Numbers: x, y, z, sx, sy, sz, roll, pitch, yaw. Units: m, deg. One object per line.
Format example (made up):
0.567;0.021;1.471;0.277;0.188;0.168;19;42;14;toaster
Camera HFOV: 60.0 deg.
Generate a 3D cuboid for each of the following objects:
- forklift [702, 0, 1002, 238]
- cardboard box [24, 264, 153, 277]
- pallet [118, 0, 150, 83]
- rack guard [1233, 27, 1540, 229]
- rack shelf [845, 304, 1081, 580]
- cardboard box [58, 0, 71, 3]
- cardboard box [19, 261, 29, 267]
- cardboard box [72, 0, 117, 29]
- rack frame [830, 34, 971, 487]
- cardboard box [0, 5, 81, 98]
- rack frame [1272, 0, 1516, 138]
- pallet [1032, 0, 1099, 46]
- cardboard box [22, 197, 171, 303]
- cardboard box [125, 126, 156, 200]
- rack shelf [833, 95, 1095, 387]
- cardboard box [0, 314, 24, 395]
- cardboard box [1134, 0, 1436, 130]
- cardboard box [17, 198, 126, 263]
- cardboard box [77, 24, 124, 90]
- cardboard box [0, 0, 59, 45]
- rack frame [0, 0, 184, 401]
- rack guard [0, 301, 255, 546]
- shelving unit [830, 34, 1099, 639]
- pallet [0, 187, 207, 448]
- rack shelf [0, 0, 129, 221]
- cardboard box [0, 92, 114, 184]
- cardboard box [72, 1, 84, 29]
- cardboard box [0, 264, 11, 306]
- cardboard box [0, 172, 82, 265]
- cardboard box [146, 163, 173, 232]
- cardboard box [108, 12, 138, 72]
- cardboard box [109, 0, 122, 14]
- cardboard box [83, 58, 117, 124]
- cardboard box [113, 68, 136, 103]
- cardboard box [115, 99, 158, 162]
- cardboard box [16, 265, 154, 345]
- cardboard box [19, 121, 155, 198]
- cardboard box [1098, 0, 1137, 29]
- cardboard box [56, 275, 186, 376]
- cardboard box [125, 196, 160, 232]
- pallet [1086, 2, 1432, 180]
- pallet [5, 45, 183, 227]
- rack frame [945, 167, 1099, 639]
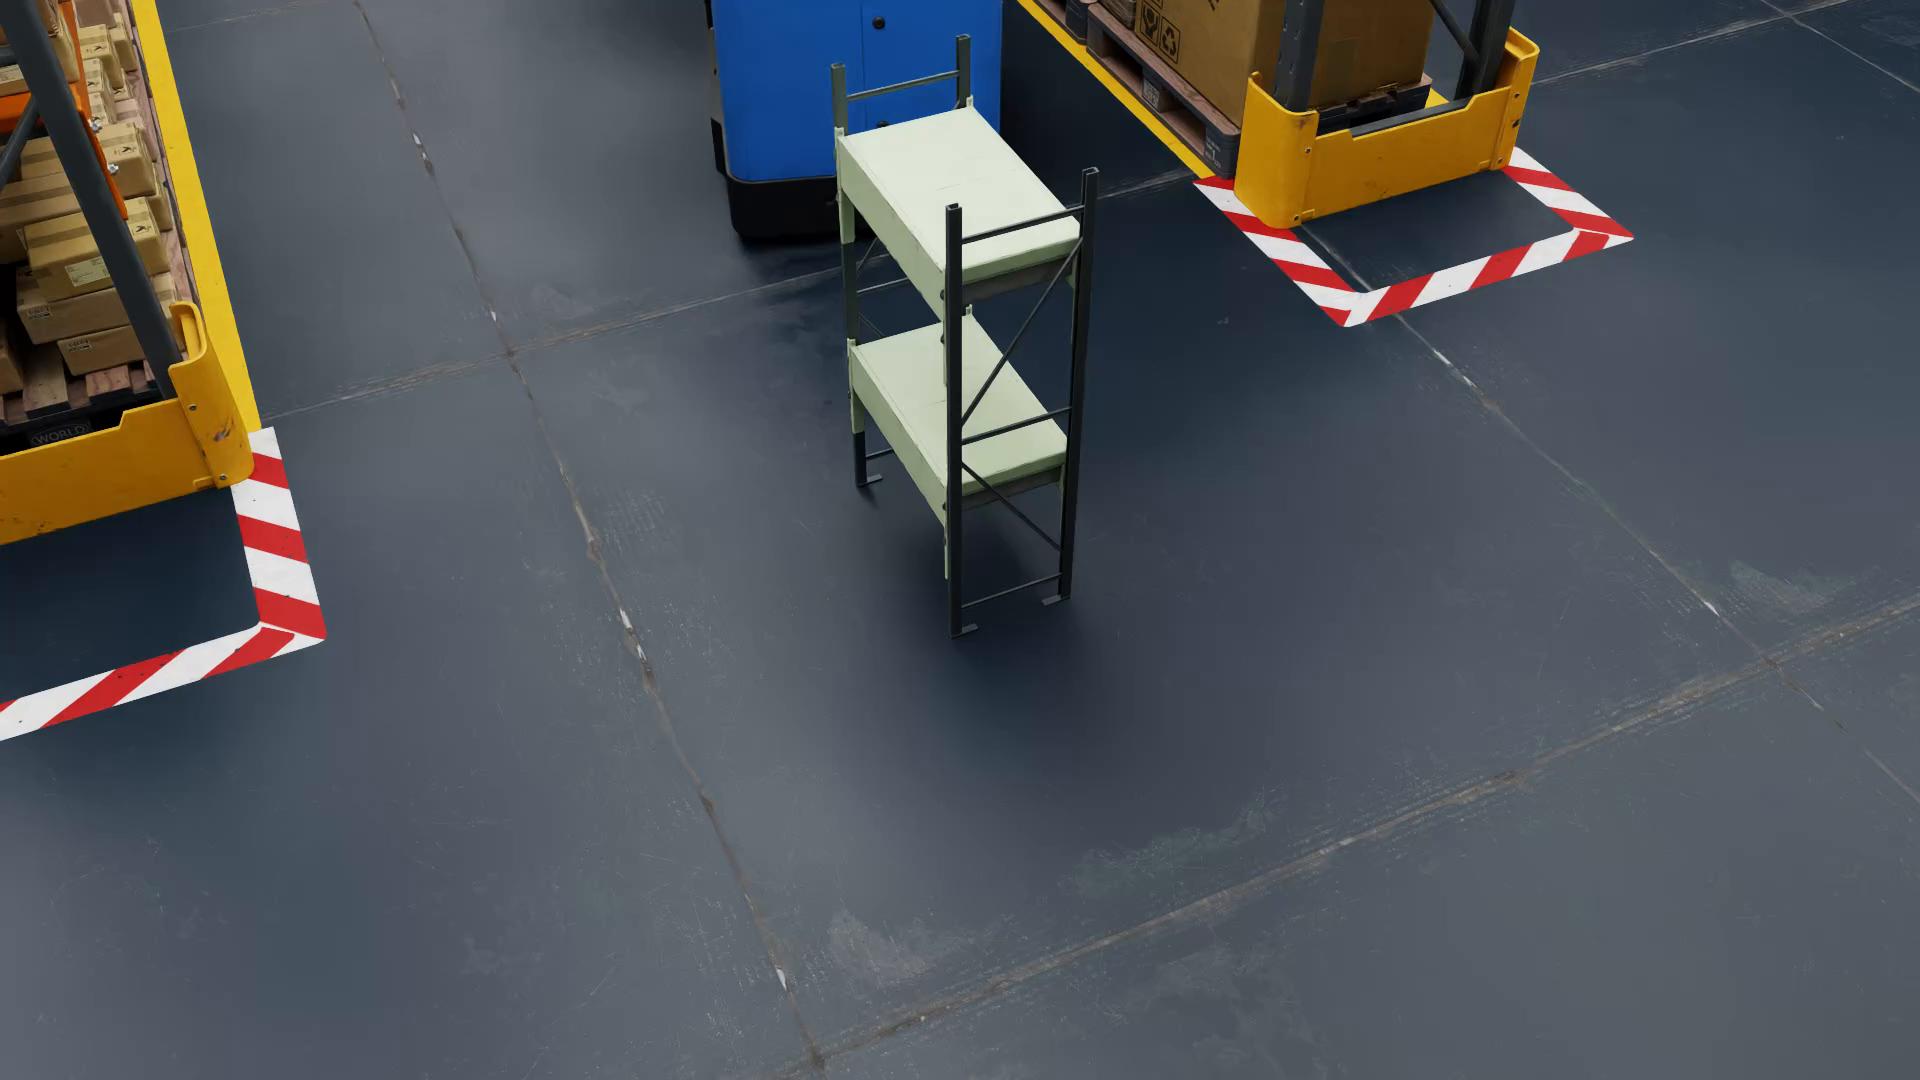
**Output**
-0.570;-3.235;6.442;1.130;2.935;3.031;-6;45;-6;forklift
-2.991;-0.865;5.722;0.380;0.149;0.250;-18;47;-18;cardboard box
-4.244;-2.298;7.429;1.003;0.211;1.213;-18;47;-17;pallet
1.676;-1.655;6.571;1.175;0.500;0.348;-18;47;-17;rack guard
-0.003;-0.306;4.957;0.431;0.370;0.720;-18;47;-17;rack shelf
-2.925;-1.710;5.027;0.380;0.149;0.250;-19;48;-19;cardboard box
-3.101;-1.021;5.880;0.380;0.149;0.250;-18;47;-17;cardboard box
-3.558;-2.095;6.545;0.380;0.149;0.250;-20;48;-19;cardboard box
-0.157;-0.771;4.964;0.400;1.500;0.023;-18;47;-17;rack frame
-2.715;-1.373;4.685;0.380;0.149;0.250;-18;48;-18;cardboard box
1.666;-2.560;5.709;1.000;3.000;0.127;-18;47;-17;rack frame
0.750;-2.830;7.968;1.003;0.211;1.213;-18;47;-17;pallet
-2.789;-0.940;5.374;0.380;0.149;0.250;-20;48;-19;cardboard box
-3.121;-1.326;5.977;0.380;0.149;0.250;-17;47;-16;cardboard box
-0.003;-0.816;4.453;0.431;0.370;0.720;-18;47;-17;rack shelf
-3.287;-0.568;5.421;0.380;0.149;0.250;-17;47;-17;cardboard box
1.324;-2.337;6.697;0.875;0.875;0.875;-18;47;-17;cardboard box
-3.111;-1.131;5.779;0.380;0.149;0.250;-17;47;-17;cardboard box
-3.360;-1.773;6.218;0.380;0.149;0.250;-17;47;-17;cardboard box
-2.815;-1.668;4.522;0.500;0.500;0.500;-16;47;-16;cardboard box
-2.877;-1.159;4.289;1.000;3.000;0.127;-18;47;-17;rack frame
-2.909;-0.318;5.216;1.175;0.500;0.348;-18;47;-17;rack guard
-0.003;-0.538;4.728;0.431;1.500;0.755;-18;47;-17;shelving unit
-3.218;-0.743;5.853;1.003;0.211;1.213;-18;47;-17;pallet
-3.718;-2.178;5.834;1.077;0.370;4.000;-18;47;-17;rack shelf
-3.183;-1.412;5.853;0.380;0.149;0.250;-20;48;-19;cardboard box
-3.553;-1.905;6.352;0.380;0.149;0.250;-18;47;-17;cardboard box
-3.520;-0.896;5.753;0.380;0.149;0.250;-18;47;-18;cardboard box
-3.014;-1.080;5.516;0.380;0.149;0.250;-17;47;-17;cardboard box
-3.110;-1.217;6.078;0.380;0.149;0.250;-17;47;-17;cardboard box
-3.649;-2.034;6.907;0.380;0.149;0.250;-18;47;-17;cardboard box
-3.881;-2.354;7.231;0.380;0.149;0.250;-20;48;-19;cardboard box
-3.291;-1.592;6.035;0.380;0.149;0.250;-16;47;-16;cardboard box
-3.469;-1.704;6.572;0.380;0.149;0.250;-18;47;-17;cardboard box
-3.329;-1.535;6.401;0.380;0.149;0.250;-20;48;-19;cardboard box
-2.864;-0.810;5.454;0.380;0.149;0.250;-16;47;-16;cardboard box
-3.003;-1.279;5.717;0.380;0.149;0.250;-18;47;-18;cardboard box
0.942;-2.917;7.284;0.875;0.875;0.875;-18;47;-17;cardboard box
-2.806;-0.722;5.577;0.380;0.149;0.250;-17;47;-17;cardboard box
-2.928;-1.001;5.648;0.380;0.149;0.250;-18;47;-18;cardboard box
1.259;-2.054;7.181;1.003;0.211;1.213;-18;47;-17;pallet
-3.727;-1.520;6.640;1.003;0.211;1.213;-18;47;-17;pallet
0.151;-0.305;4.491;0.400;1.500;0.023;-18;47;-17;rack frame
